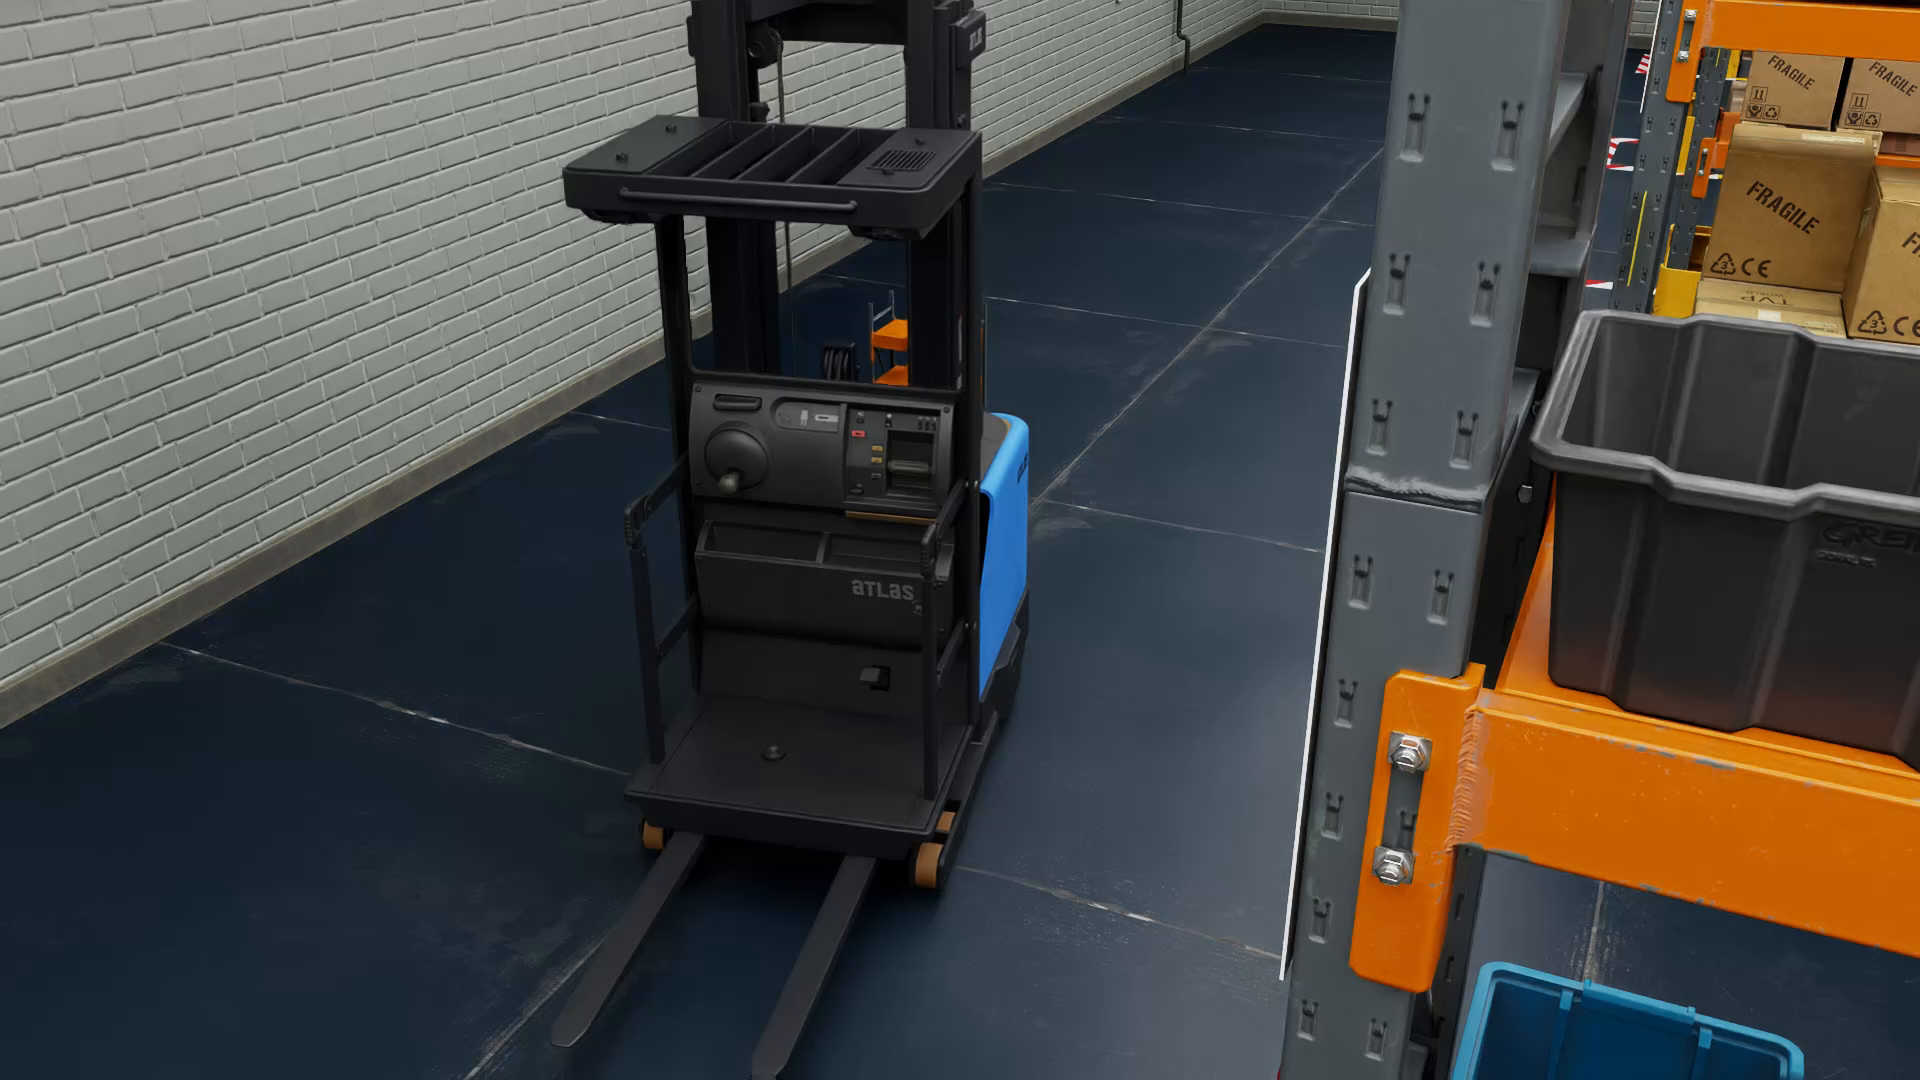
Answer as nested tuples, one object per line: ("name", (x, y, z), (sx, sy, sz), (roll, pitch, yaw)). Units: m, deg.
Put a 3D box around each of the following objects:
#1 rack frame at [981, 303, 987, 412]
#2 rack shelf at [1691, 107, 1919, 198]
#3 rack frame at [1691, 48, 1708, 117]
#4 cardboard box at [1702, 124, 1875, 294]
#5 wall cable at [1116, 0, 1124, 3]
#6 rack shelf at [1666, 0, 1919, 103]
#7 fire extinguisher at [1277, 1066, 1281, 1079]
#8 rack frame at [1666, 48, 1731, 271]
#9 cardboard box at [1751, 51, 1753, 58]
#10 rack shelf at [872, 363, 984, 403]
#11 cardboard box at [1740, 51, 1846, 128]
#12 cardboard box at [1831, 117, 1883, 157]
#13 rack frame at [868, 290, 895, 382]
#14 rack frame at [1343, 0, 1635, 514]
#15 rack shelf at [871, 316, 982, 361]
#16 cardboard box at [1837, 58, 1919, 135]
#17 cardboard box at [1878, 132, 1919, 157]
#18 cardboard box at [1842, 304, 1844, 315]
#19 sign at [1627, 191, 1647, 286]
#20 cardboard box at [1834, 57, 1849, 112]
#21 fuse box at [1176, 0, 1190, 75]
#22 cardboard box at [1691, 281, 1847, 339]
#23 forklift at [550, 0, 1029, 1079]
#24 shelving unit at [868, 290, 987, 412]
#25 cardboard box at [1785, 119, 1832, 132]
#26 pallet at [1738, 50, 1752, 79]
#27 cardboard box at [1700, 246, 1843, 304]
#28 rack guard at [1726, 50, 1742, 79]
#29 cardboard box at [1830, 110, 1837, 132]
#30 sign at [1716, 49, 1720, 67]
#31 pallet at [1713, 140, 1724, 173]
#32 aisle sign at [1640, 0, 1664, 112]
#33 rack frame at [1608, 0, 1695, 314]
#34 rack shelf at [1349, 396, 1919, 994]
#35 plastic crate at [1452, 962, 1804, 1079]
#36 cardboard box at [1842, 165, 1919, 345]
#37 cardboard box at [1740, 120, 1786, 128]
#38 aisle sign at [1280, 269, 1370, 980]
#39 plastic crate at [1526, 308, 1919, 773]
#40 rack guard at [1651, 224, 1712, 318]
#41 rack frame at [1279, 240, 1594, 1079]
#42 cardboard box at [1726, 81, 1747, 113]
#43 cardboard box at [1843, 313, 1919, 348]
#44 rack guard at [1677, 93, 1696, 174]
("rack frame", (0.071, -0.524, 7.956), (0.015, 1.200, 0.240), (11, 28, 22))
("rack shelf", (6.638, -2.169, 10.074), (4.000, 0.370, 1.077), (11, 28, 22))
("rack frame", (6.775, -4.866, 14.738), (0.127, 3.000, 1.000), (11, 28, 22))
("cardboard box", (3.225, -1.301, 6.480), (0.500, 0.500, 0.500), (12, 29, 22))
("wall cable", (1.632, -6.358, 16.582), (0.123, 1.953, 0.585), (11, 28, 22))
("rack shelf", (4.493, -1.539, 5.398), (4.000, 0.370, 1.077), (11, 28, 22))
("fire extinguisher", (0.673, 1.102, 3.126), (0.183, 0.674, 0.296), (11, 28, 22))
("rack frame", (4.818, -2.857, 10.658), (0.127, 3.000, 1.000), (11, 28, 22))
("cardboard box", (9.343, -5.781, 18.947), (0.637, 0.503, 0.797), (10, 28, 20))
("rack shelf", (-0.151, -0.709, 7.977), (0.480, 0.148, 0.258), (11, 28, 22))
("cardboard box", (5.112, -2.843, 10.178), (0.500, 0.500, 0.500), (13, 29, 24))
("cardboard box", (5.448, -2.453, 10.121), (0.250, 0.149, 0.380), (11, 28, 20))
("rack frame", (-0.373, -0.613, 8.137), (0.015, 1.200, 0.240), (11, 28, 22))
("rack frame", (0.622, -1.582, 1.275), (0.127, 3.000, 1.000), (11, 28, 22))
("rack shelf", (-0.151, -0.921, 7.873), (0.480, 0.148, 0.258), (11, 28, 22))
("cardboard box", (5.610, -2.755, 10.000), (0.500, 0.500, 0.500), (11, 28, 22))
("cardboard box", (5.741, -2.461, 10.137), (0.250, 0.149, 0.380), (13, 29, 24))
("cardboard box", (3.685, -0.873, 6.460), (0.500, 0.250, 0.500), (11, 28, 21))
("sign", (2.437, -1.083, 5.985), (0.005, 0.325, 0.100), (11, 28, 22))
("cardboard box", (5.800, -2.961, 10.418), (0.500, 0.500, 0.500), (11, 28, 21))
("fuse box", (2.634, -6.128, 18.759), (0.414, 1.711, 0.539), (11, 28, 22))
("cardboard box", (2.998, -0.751, 6.213), (0.500, 0.250, 0.500), (11, 28, 20))
("forklift", (-0.524, -0.282, 5.504), (1.130, 2.935, 3.031), (6, 27, 11))
("shelving unit", (-0.151, -0.569, 8.046), (0.503, 1.200, 0.258), (11, 28, 22))
("cardboard box", (5.226, -2.524, 10.265), (0.250, 0.149, 0.380), (12, 29, 24))
("pallet", (9.621, -5.452, 19.086), (1.213, 0.211, 1.003), (11, 28, 22))
("cardboard box", (3.223, -0.966, 6.649), (0.500, 0.250, 0.500), (11, 28, 21))
("rack guard", (8.895, -5.727, 19.317), (0.348, 0.500, 1.175), (11, 28, 22))
("cardboard box", (5.677, -2.698, 10.619), (0.250, 0.149, 0.380), (11, 28, 21))
("sign", (4.593, -3.028, 10.023), (0.005, 0.325, 0.100), (11, 28, 22))
("pallet", (7.535, -3.500, 15.121), (1.213, 0.211, 1.003), (11, 28, 22))
("aisle sign", (2.483, -1.940, 5.852), (0.004, 0.787, 0.394), (11, 28, 22))
("rack frame", (2.672, -0.882, 6.645), (0.127, 3.000, 1.000), (11, 28, 22))
("rack shelf", (2.443, 0.453, 1.353), (4.000, 0.370, 1.077), (11, 28, 22))
("plastic crate", (1.004, 1.053, 2.607), (0.499, 0.435, 0.616), (11, 28, 22))
("cardboard box", (3.453, -0.996, 5.862), (0.500, 0.500, 0.500), (11, 28, 21))
("cardboard box", (4.977, -2.554, 10.325), (0.250, 0.149, 0.380), (11, 28, 21))
("aisle sign", (0.434, 0.050, 1.810), (0.004, 0.787, 0.394), (11, 28, 22))
("plastic crate", (0.857, 0.005, 1.595), (0.590, 0.269, 0.497), (11, 28, 22))
("rack guard", (4.887, -1.722, 11.182), (0.348, 0.500, 1.175), (11, 28, 22))
("rack frame", (0.622, 1.110, 2.600), (0.127, 3.000, 1.000), (11, 28, 22))
("cardboard box", (7.417, -3.825, 15.048), (0.875, 0.438, 0.875), (10, 28, 20))
("cardboard box", (3.474, -0.659, 6.026), (0.500, 0.250, 0.500), (11, 28, 21))
("rack guard", (6.753, -3.749, 15.299), (0.348, 0.500, 1.175), (11, 28, 22))
